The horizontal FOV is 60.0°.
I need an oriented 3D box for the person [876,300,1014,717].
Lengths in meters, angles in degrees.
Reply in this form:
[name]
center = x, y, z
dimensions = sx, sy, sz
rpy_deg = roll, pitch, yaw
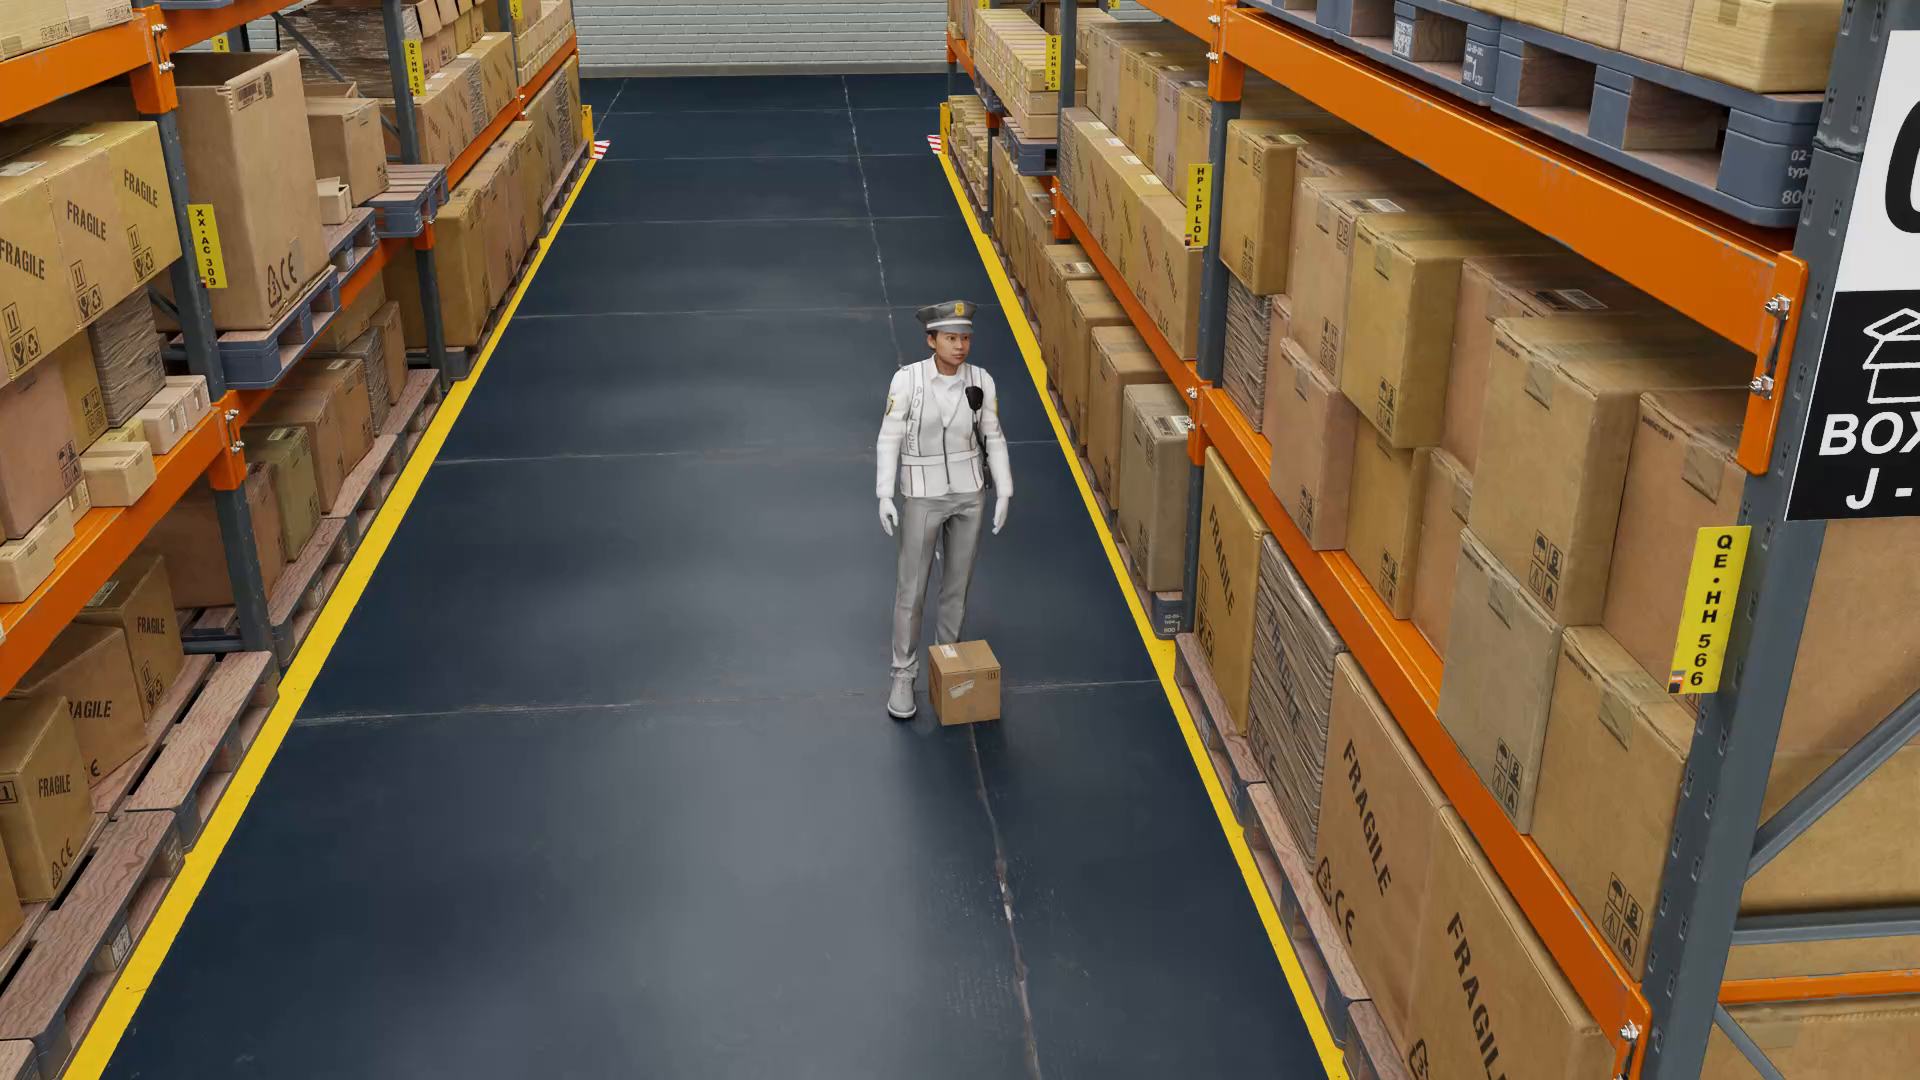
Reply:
[person]
center = -0.055, -0.148, 6.872
dimensions = 0.587, 1.696, 0.531
rpy_deg = -5, 24, -11
